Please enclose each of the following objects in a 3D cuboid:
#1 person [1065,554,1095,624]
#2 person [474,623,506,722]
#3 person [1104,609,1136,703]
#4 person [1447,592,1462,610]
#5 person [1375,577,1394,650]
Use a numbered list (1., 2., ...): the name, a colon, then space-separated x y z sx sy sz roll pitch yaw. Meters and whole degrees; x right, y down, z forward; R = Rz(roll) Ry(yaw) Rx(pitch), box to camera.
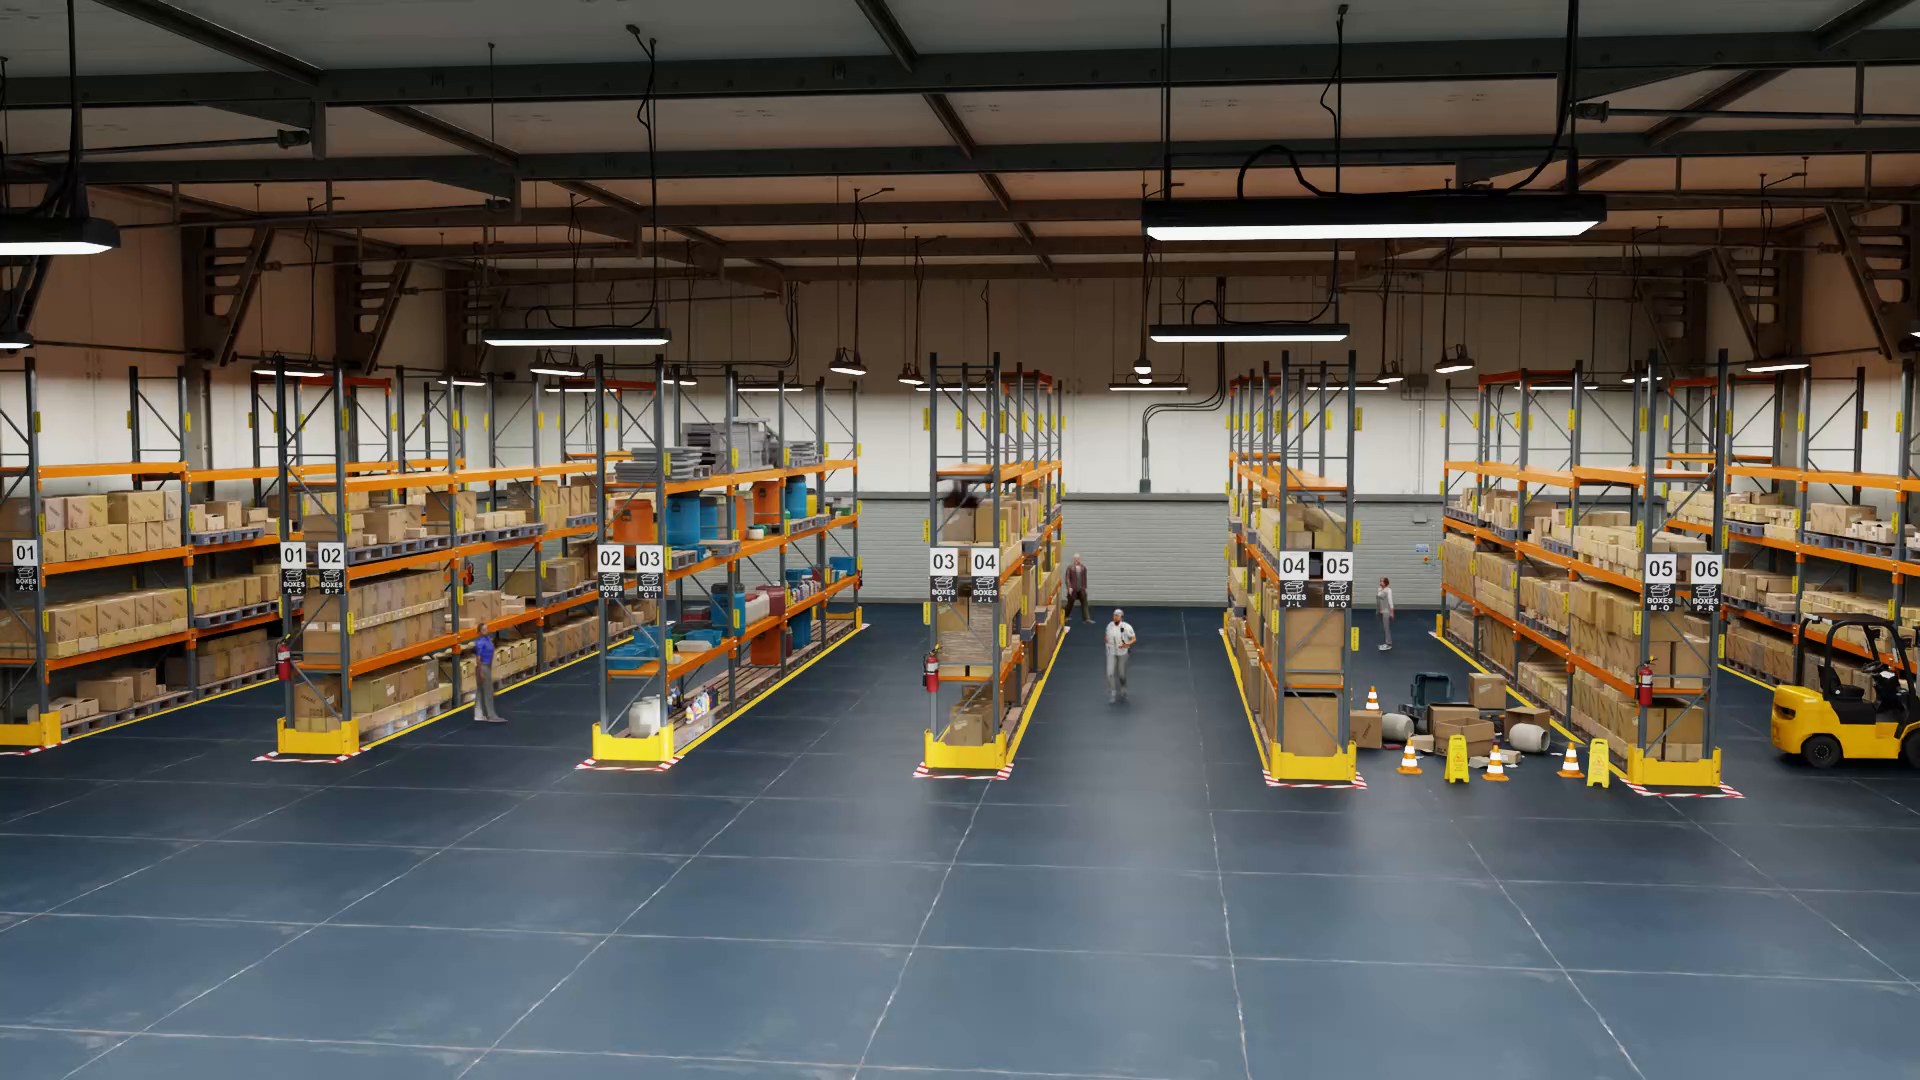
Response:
1. person: 2.914 1.211 41.134 0.649 1.728 1.106 -2 5 -30
2. person: -7.878 2.212 27.813 0.522 1.655 0.475 -1 4 -12
3. person: 2.882 2.090 29.982 0.596 1.703 0.722 1 4 11
4. person: 12.208 1.261 40.828 0.467 1.675 0.464 0 4 -6
5. person: 9.345 1.610 36.662 0.353 1.603 0.454 0 4 -6
